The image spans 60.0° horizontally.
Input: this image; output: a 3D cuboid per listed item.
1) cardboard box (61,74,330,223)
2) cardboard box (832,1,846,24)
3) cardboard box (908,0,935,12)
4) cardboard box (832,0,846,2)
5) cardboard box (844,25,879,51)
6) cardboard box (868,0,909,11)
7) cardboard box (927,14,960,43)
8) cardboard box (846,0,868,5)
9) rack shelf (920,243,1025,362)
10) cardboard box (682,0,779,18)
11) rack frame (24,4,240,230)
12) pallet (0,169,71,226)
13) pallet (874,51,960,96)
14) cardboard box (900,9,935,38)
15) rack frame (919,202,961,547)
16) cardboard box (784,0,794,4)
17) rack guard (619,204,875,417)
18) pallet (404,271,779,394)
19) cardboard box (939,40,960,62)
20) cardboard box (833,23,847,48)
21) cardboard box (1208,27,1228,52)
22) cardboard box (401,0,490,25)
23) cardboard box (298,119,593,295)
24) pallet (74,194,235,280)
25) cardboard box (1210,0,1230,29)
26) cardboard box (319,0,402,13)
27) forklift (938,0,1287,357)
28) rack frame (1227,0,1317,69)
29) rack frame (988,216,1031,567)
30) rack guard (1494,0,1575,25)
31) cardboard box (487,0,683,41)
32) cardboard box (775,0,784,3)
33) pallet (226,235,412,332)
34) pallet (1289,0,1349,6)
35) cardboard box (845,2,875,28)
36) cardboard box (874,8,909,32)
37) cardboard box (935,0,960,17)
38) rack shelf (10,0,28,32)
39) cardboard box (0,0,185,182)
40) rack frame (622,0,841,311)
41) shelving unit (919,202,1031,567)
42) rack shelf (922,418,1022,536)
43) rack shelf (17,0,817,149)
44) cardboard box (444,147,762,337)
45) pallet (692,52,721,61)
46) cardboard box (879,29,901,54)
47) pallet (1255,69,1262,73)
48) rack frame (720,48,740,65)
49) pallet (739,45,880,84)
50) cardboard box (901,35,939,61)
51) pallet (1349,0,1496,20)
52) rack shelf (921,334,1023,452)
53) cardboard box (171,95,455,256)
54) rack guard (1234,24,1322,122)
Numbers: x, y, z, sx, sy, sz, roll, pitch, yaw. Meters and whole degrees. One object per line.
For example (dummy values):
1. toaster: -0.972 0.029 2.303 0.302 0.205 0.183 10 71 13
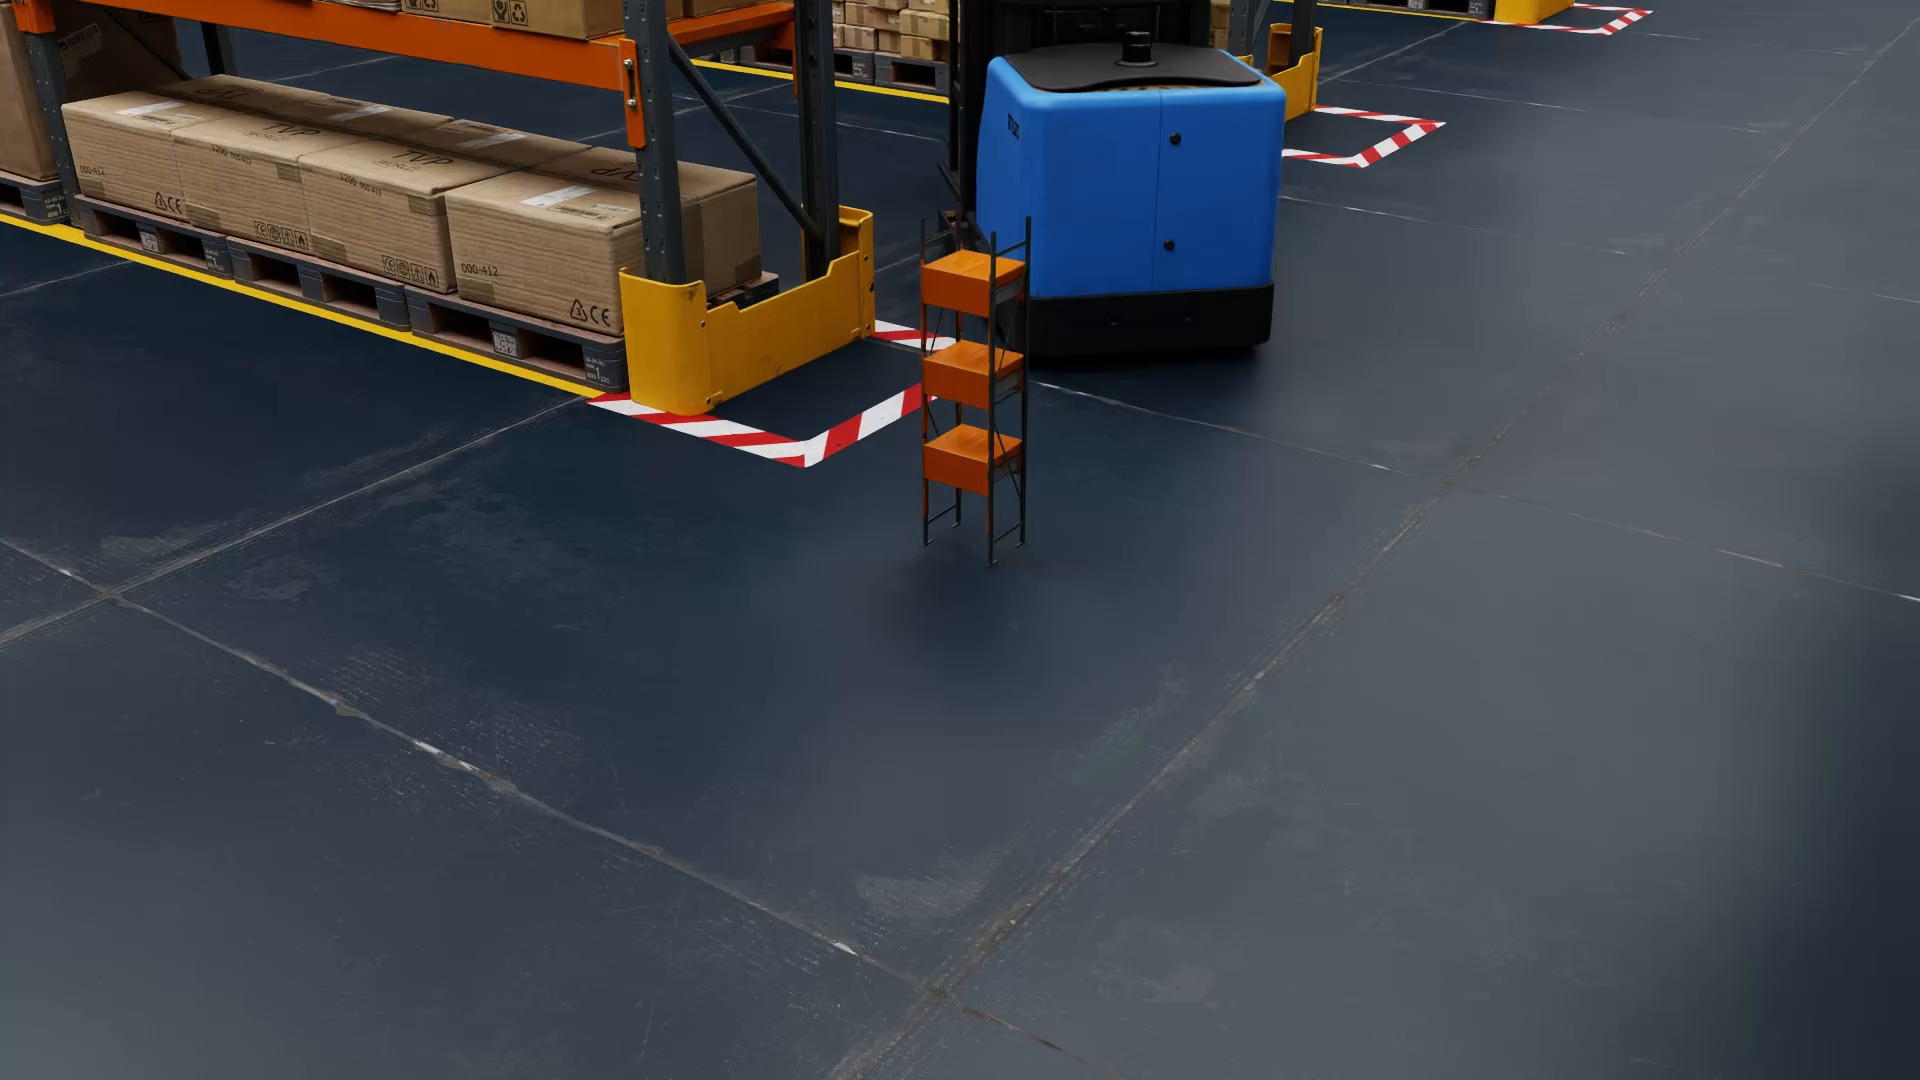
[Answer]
1. cardboard box: -3.661 -1.921 8.080 0.875 0.438 0.875 17 31 30
2. cardboard box: -0.800 -3.710 11.585 0.250 0.149 0.380 17 32 30
3. cardboard box: -0.139 -3.637 11.114 0.250 0.149 0.380 16 31 28
4. cardboard box: -0.802 -3.830 11.494 0.250 0.149 0.380 17 31 30
5. cardboard box: -0.589 -3.498 11.496 0.250 0.149 0.380 17 31 29
6. cardboard box: -0.411 -3.676 11.191 0.250 0.149 0.380 18 32 31
7. cardboard box: -0.005 -3.399 10.974 0.250 0.149 0.380 18 32 31
8. cardboard box: -0.574 -3.772 11.379 0.250 0.149 0.380 16 31 29
9. rack shelf: 0.044 -0.698 4.861 0.240 0.259 0.215 17 32 30
10. cardboard box: -1.054 -2.325 6.402 0.500 0.500 0.500 17 32 30
11. rack frame: -4.118 -3.077 7.990 0.127 3.000 1.000 17 32 30
12. pallet: -4.797 -2.005 8.956 1.213 0.211 1.003 17 32 30
13. pallet: 0.185 -3.239 11.382 1.213 0.211 1.003 17 32 30
14. cardboard box: -0.194 -3.472 11.117 0.250 0.149 0.380 17 32 30
15. rack frame: -0.056 -0.485 5.046 0.008 1.050 0.200 17 32 30
16. cardboard box: -1.022 -3.759 11.682 0.250 0.149 0.380 18 32 31
17. rack guard: -0.801 -0.930 6.526 0.348 0.500 1.175 17 32 30
18. pallet: -1.524 -0.984 6.950 1.213 0.211 1.003 17 32 30
19. cardboard box: 0.072 -3.300 11.108 0.250 0.149 0.380 18 32 32
20. cardboard box: -0.827 -3.544 11.587 0.250 0.149 0.380 17 32 30
21. cardboard box: 1.612 -3.207 10.596 0.250 0.149 0.380 19 32 32
22. cardboard box: -1.773 -2.254 6.262 0.500 0.500 0.500 17 31 29
23. cardboard box: -2.180 -1.460 7.173 0.875 0.438 0.875 18 32 32
24. pallet: -3.535 -1.610 8.181 1.213 0.211 1.003 17 32 30
25. cardboard box: 1.659 -3.370 10.589 0.250 0.149 0.380 16 31 28
26. cardboard box: -2.203 -2.383 6.515 0.500 0.500 0.500 18 32 32
27. forklift: 0.502 -2.663 7.251 1.130 2.935 3.031 -4 27 -8
28. rack frame: 1.899 -3.927 9.659 0.127 3.000 1.000 17 32 30
29. rack frame: 0.145 -0.423 4.923 0.008 1.050 0.200 17 32 30
30. rack guard: 4.810 -4.635 13.807 0.348 0.500 1.175 17 32 30
31. cardboard box: -1.368 -2.120 5.998 0.500 0.500 0.500 18 32 31
32. cardboard box: -1.281 -3.790 11.743 0.250 0.149 0.380 19 33 33
33. pallet: -2.526 -1.297 7.566 1.213 0.211 1.003 17 32 30
34. pallet: 3.085 -5.002 14.846 1.213 0.211 1.003 17 32 30
35. cardboard box: -0.579 -3.640 11.447 0.250 0.149 0.380 16 31 28
36. cardboard box: -0.366 -3.560 11.291 0.250 0.149 0.380 19 33 33
37. cardboard box: 0.042 -3.559 10.960 0.250 0.149 0.380 17 32 31
38. rack shelf: -5.766 -3.270 9.162 4.000 0.370 1.077 17 32 30
39. cardboard box: -4.674 -2.447 8.631 0.875 0.875 0.875 18 32 32
40. rack frame: -0.821 -2.050 5.972 0.127 3.000 1.000 17 32 30
41. shelving unit: 0.044 -0.454 4.985 0.252 1.050 0.215 17 32 30
42. rack shelf: 0.044 -0.197 5.116 0.240 0.259 0.215 17 32 30
43. rack shelf: -2.469 -2.243 7.144 4.000 0.370 1.077 17 32 30
44. cardboard box: -1.421 -1.228 6.717 0.875 0.438 0.875 16 31 29
45. pallet: -2.041 -3.911 12.702 1.213 0.211 1.003 17 32 30
46. cardboard box: -0.348 -3.442 11.386 0.250 0.149 0.380 16 31 28
47. pallet: 1.186 -2.925 10.766 1.213 0.211 1.003 17 32 30
48. rack frame: -1.399 -4.954 11.677 0.127 3.000 1.000 17 32 30
49. pallet: -0.825 -3.552 11.997 1.213 0.211 1.003 17 32 30
50. cardboard box: -0.188 -3.339 11.184 0.250 0.149 0.380 16 31 29
51. pallet: 4.087 -4.689 14.230 1.213 0.211 1.003 17 32 30
52. rack shelf: 0.044 -0.445 4.990 0.240 0.259 0.215 17 32 30
53. cardboard box: -2.923 -1.692 7.629 0.875 0.438 0.875 16 31 29
54. rack guard: 1.836 -2.832 10.264 0.348 0.500 1.175 17 32 30
